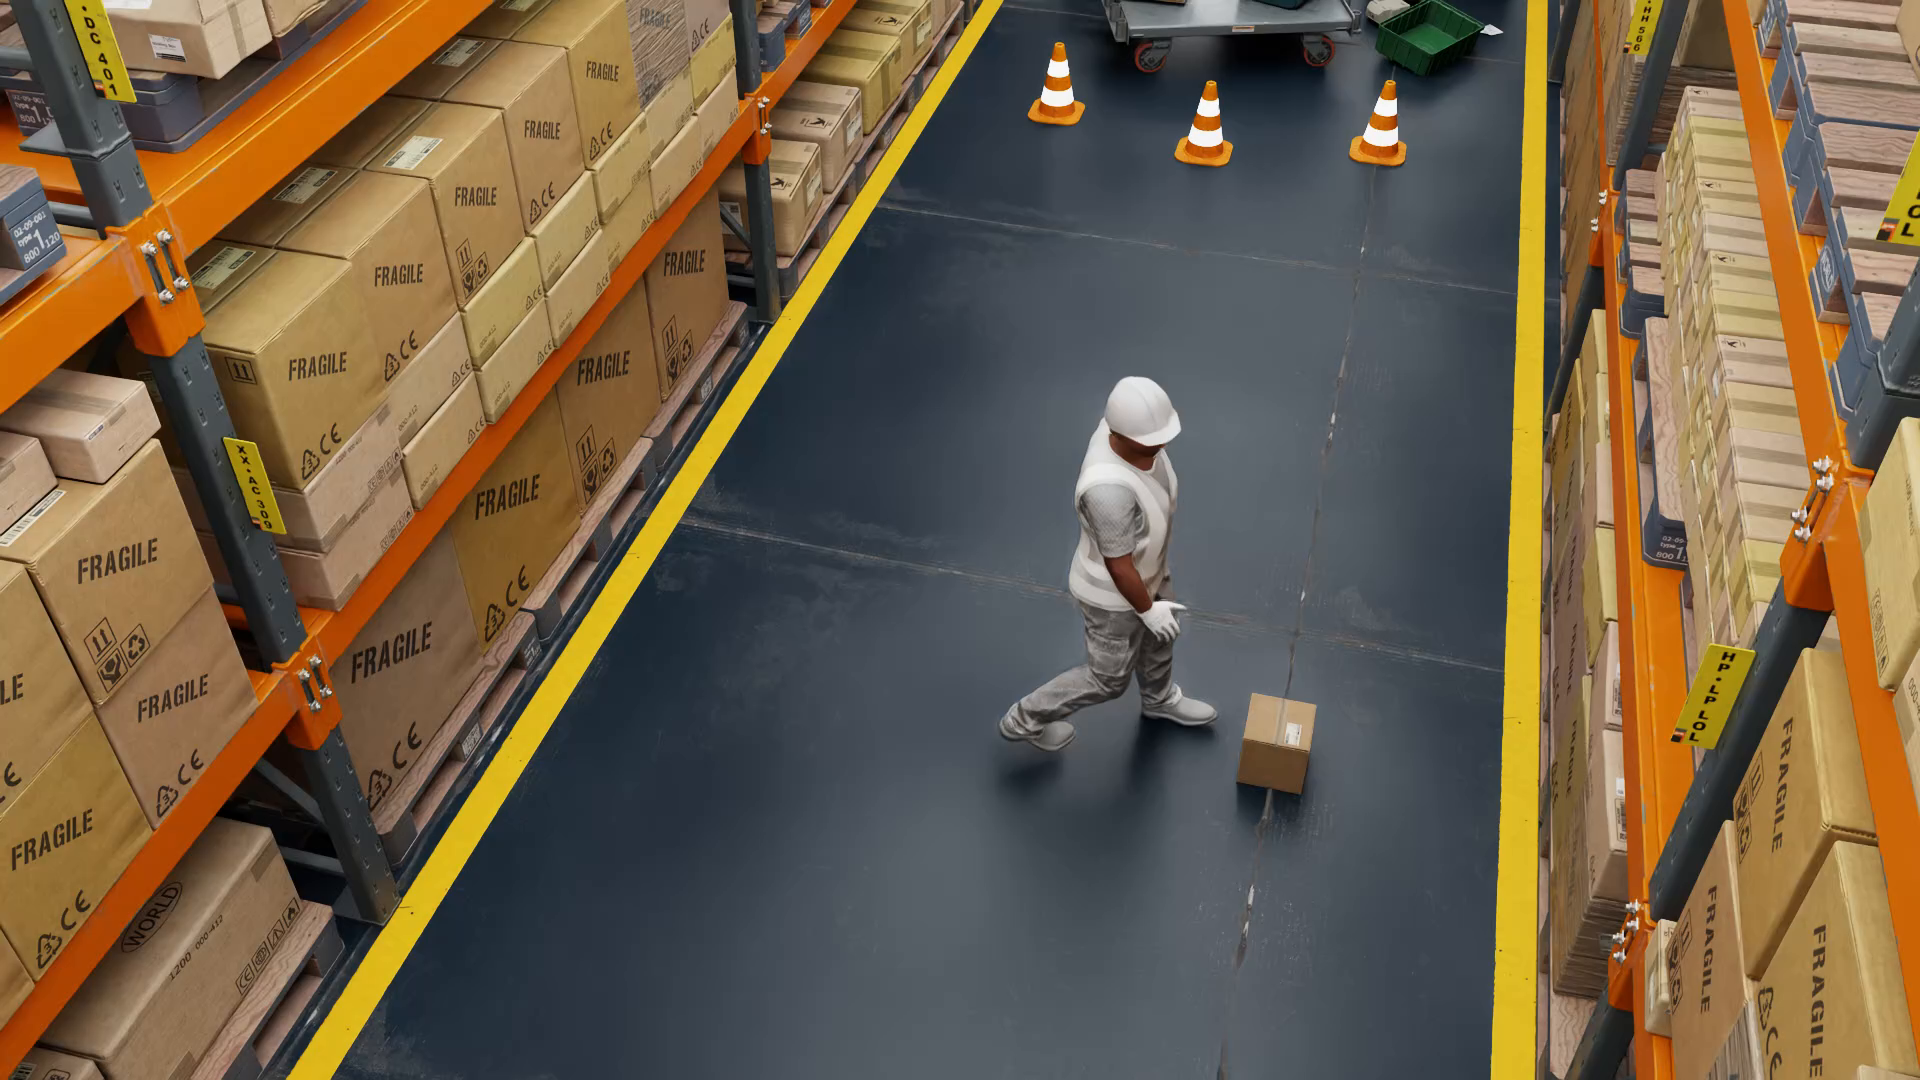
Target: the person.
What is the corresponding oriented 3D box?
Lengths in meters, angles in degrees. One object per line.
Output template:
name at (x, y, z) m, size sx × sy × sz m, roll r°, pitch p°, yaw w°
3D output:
person at (0.583, 0.120, 6.002) m, size 0.795 × 1.760 × 0.574 m, roll 11°, pitch 42°, yaw 13°
